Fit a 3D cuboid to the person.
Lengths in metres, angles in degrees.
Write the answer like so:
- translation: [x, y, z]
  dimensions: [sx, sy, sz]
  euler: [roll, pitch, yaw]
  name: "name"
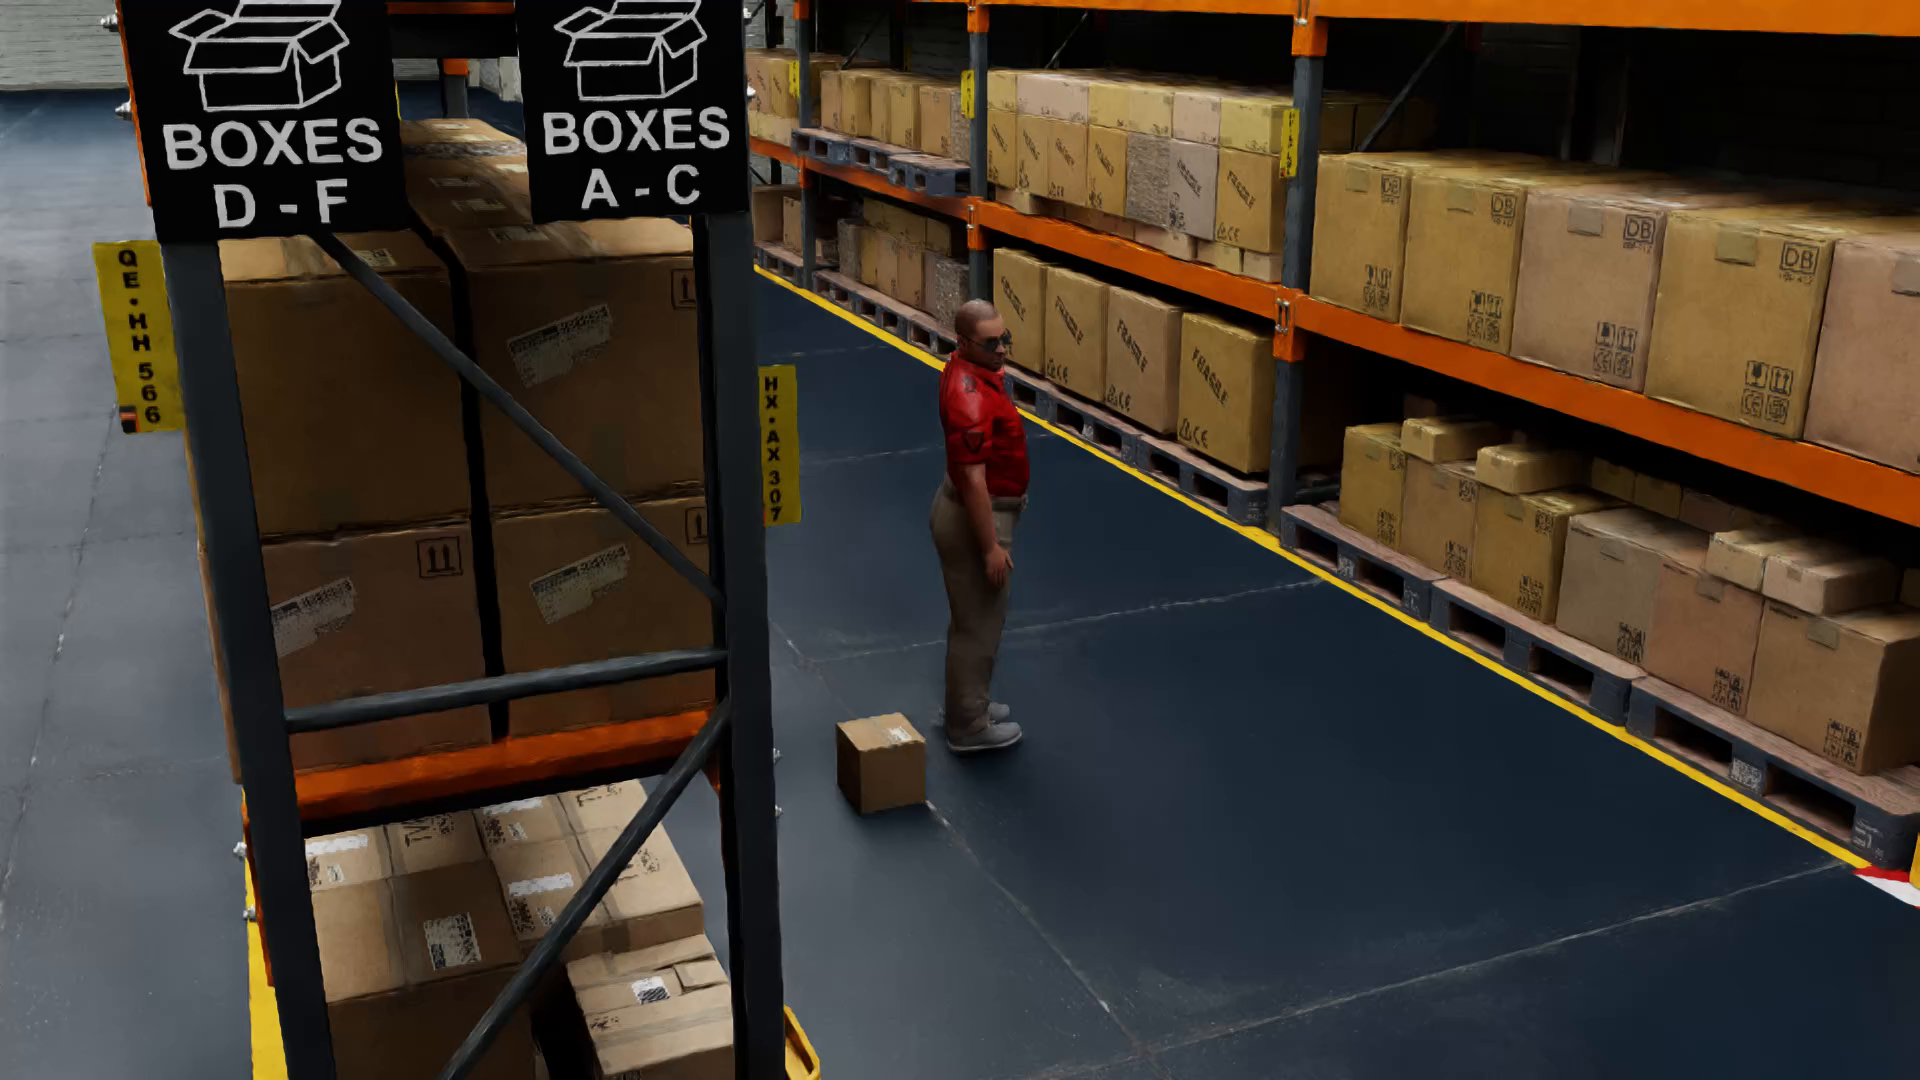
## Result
- translation: [0.072, -0.035, 6.207]
  dimensions: [0.360, 1.760, 0.612]
  euler: [-2, 19, -6]
  name: "person"
